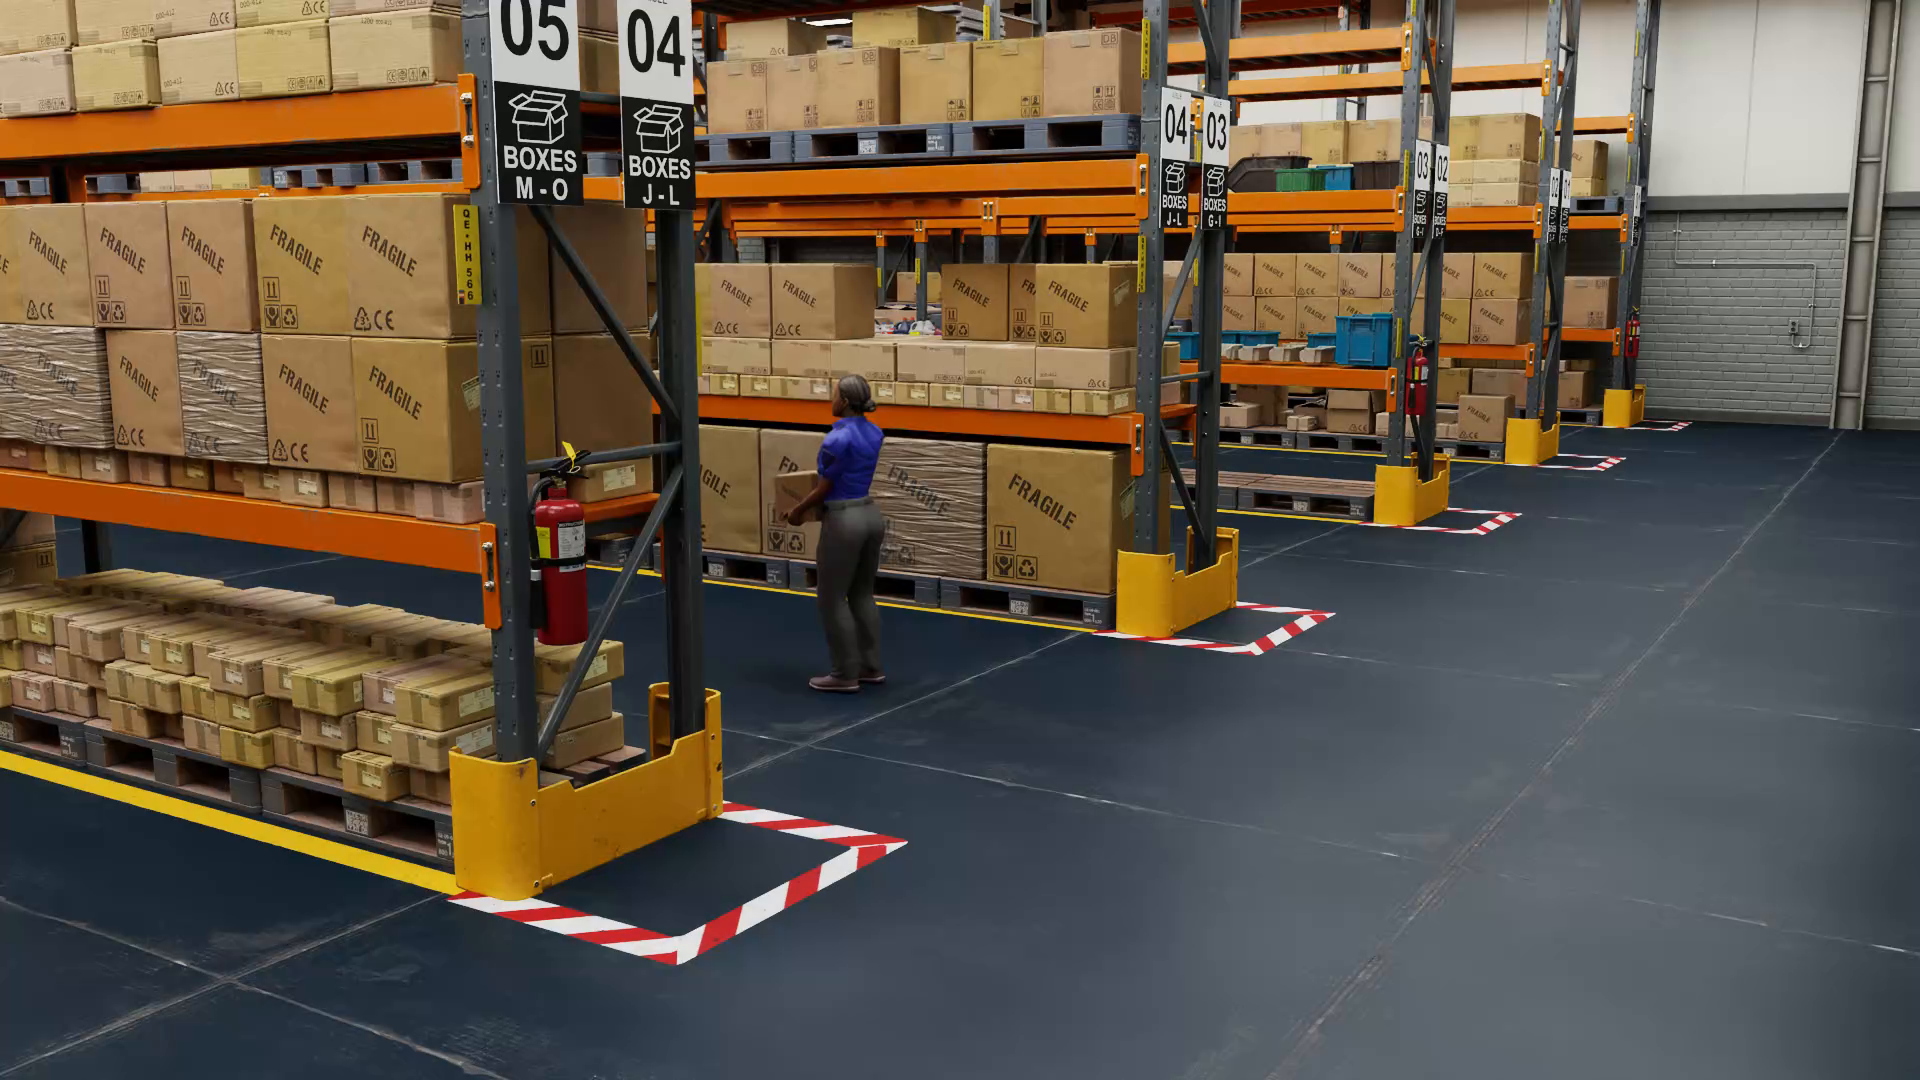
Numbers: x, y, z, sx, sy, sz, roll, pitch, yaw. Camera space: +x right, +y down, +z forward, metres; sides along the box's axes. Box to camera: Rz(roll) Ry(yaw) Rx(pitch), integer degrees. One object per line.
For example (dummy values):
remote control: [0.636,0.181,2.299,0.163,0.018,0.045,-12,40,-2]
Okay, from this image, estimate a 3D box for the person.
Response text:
person: [-0.646,-0.046,8.706,0.510,1.651,0.451,6,11,32]
